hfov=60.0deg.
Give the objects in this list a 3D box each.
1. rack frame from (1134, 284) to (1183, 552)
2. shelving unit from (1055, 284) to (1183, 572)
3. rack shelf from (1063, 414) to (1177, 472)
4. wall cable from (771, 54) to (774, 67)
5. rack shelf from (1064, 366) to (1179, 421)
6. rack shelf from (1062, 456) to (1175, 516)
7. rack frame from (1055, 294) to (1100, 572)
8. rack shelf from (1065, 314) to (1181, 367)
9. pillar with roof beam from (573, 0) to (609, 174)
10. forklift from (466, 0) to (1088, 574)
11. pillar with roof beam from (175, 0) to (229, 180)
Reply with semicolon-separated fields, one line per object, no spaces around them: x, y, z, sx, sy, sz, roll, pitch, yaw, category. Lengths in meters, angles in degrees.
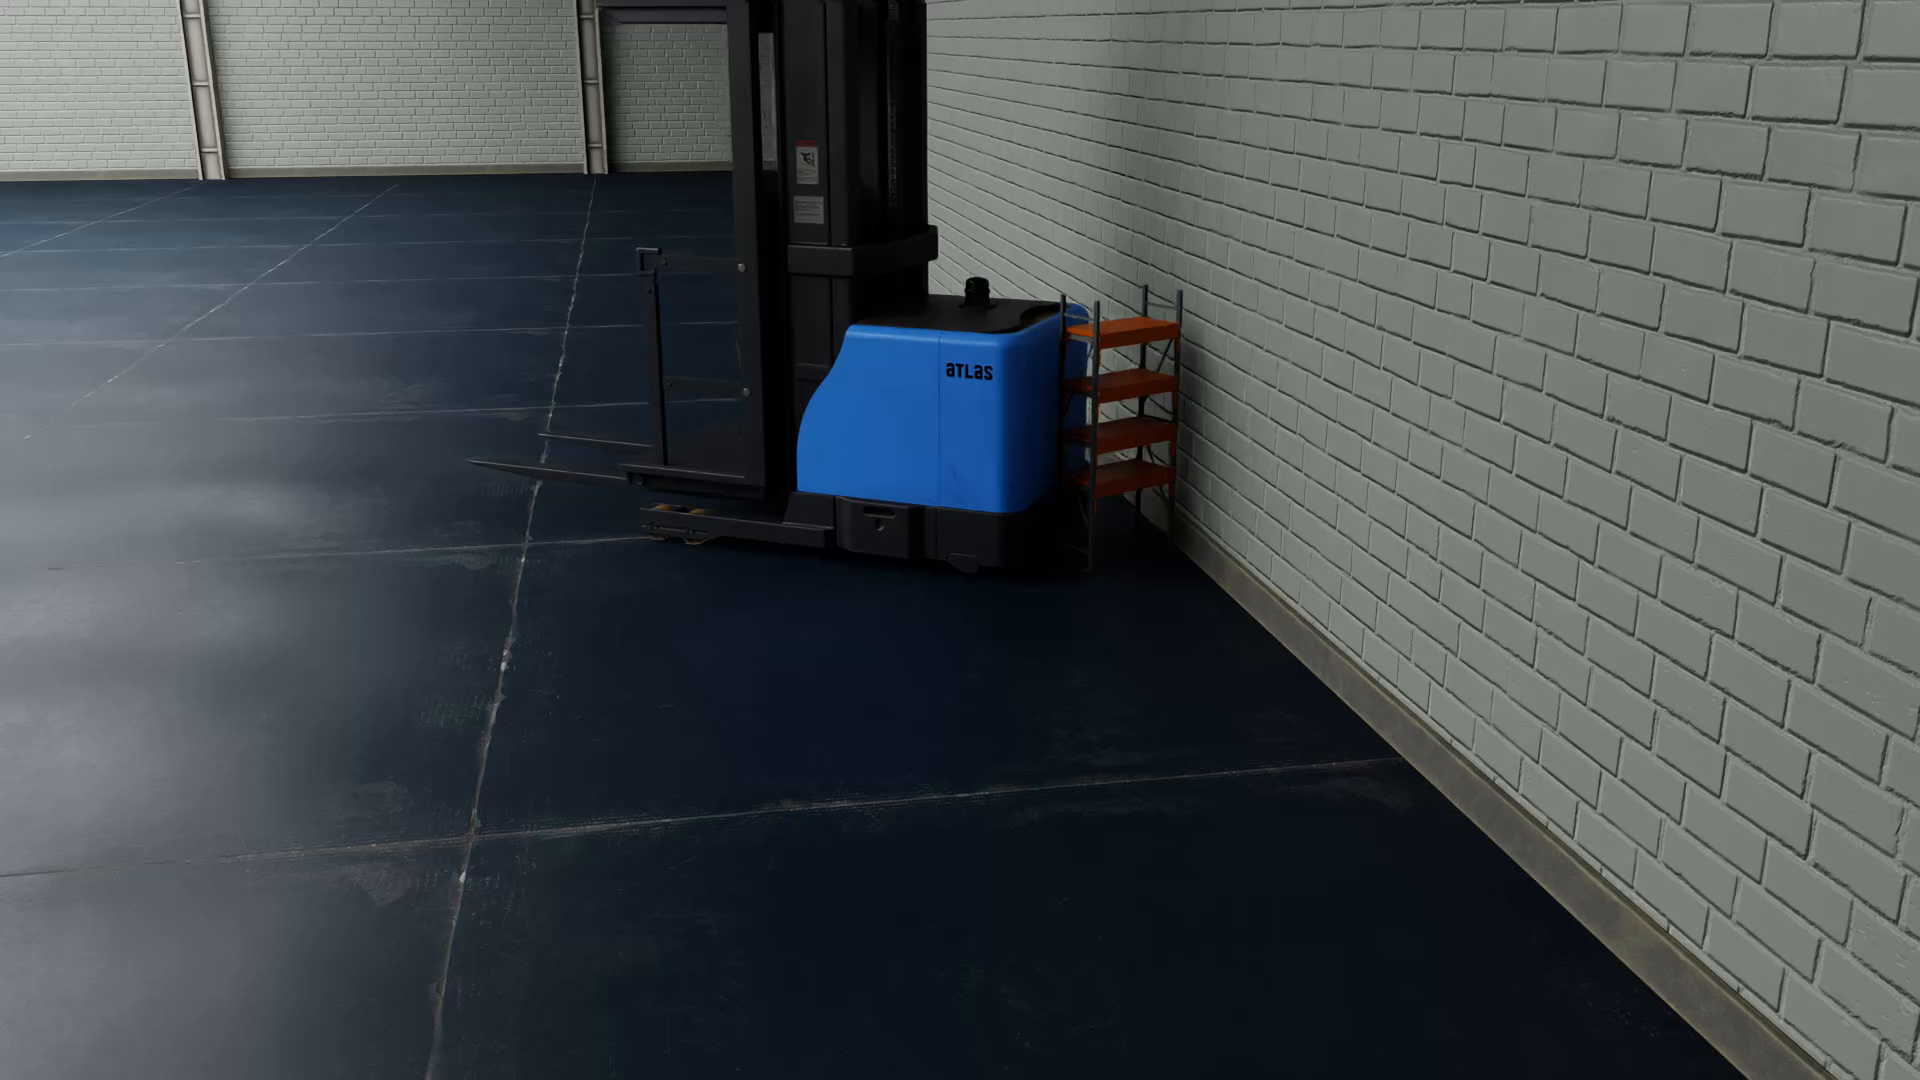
0.898;-0.546;7.547;0.015;1.200;0.240;-13;21;-36;rack frame
0.705;-0.503;7.405;0.503;1.200;0.258;-13;21;-36;shelving unit
0.705;-0.438;7.424;0.480;0.148;0.258;-13;21;-36;rack shelf
-2.926;-8.728;26.189;0.112;2.526;3.097;-3;17;-10;wall cable
0.705;-0.652;7.359;0.480;0.148;0.258;-13;21;-36;rack shelf
0.705;-0.248;7.483;0.480;0.148;0.258;-13;21;-36;rack shelf
0.511;-0.459;7.262;0.015;1.200;0.240;-13;21;-36;rack frame
0.705;-0.878;7.289;0.480;0.148;0.258;-13;21;-36;rack shelf
-5.253;-9.188;22.400;0.400;9.000;9.100;-3;17;-10;pillar with roof beam
-0.958;-1.511;7.740;3.031;2.935;1.130;7;18;21;forklift
-11.144;-8.854;21.312;0.400;9.000;9.100;-3;17;-10;pillar with roof beam
